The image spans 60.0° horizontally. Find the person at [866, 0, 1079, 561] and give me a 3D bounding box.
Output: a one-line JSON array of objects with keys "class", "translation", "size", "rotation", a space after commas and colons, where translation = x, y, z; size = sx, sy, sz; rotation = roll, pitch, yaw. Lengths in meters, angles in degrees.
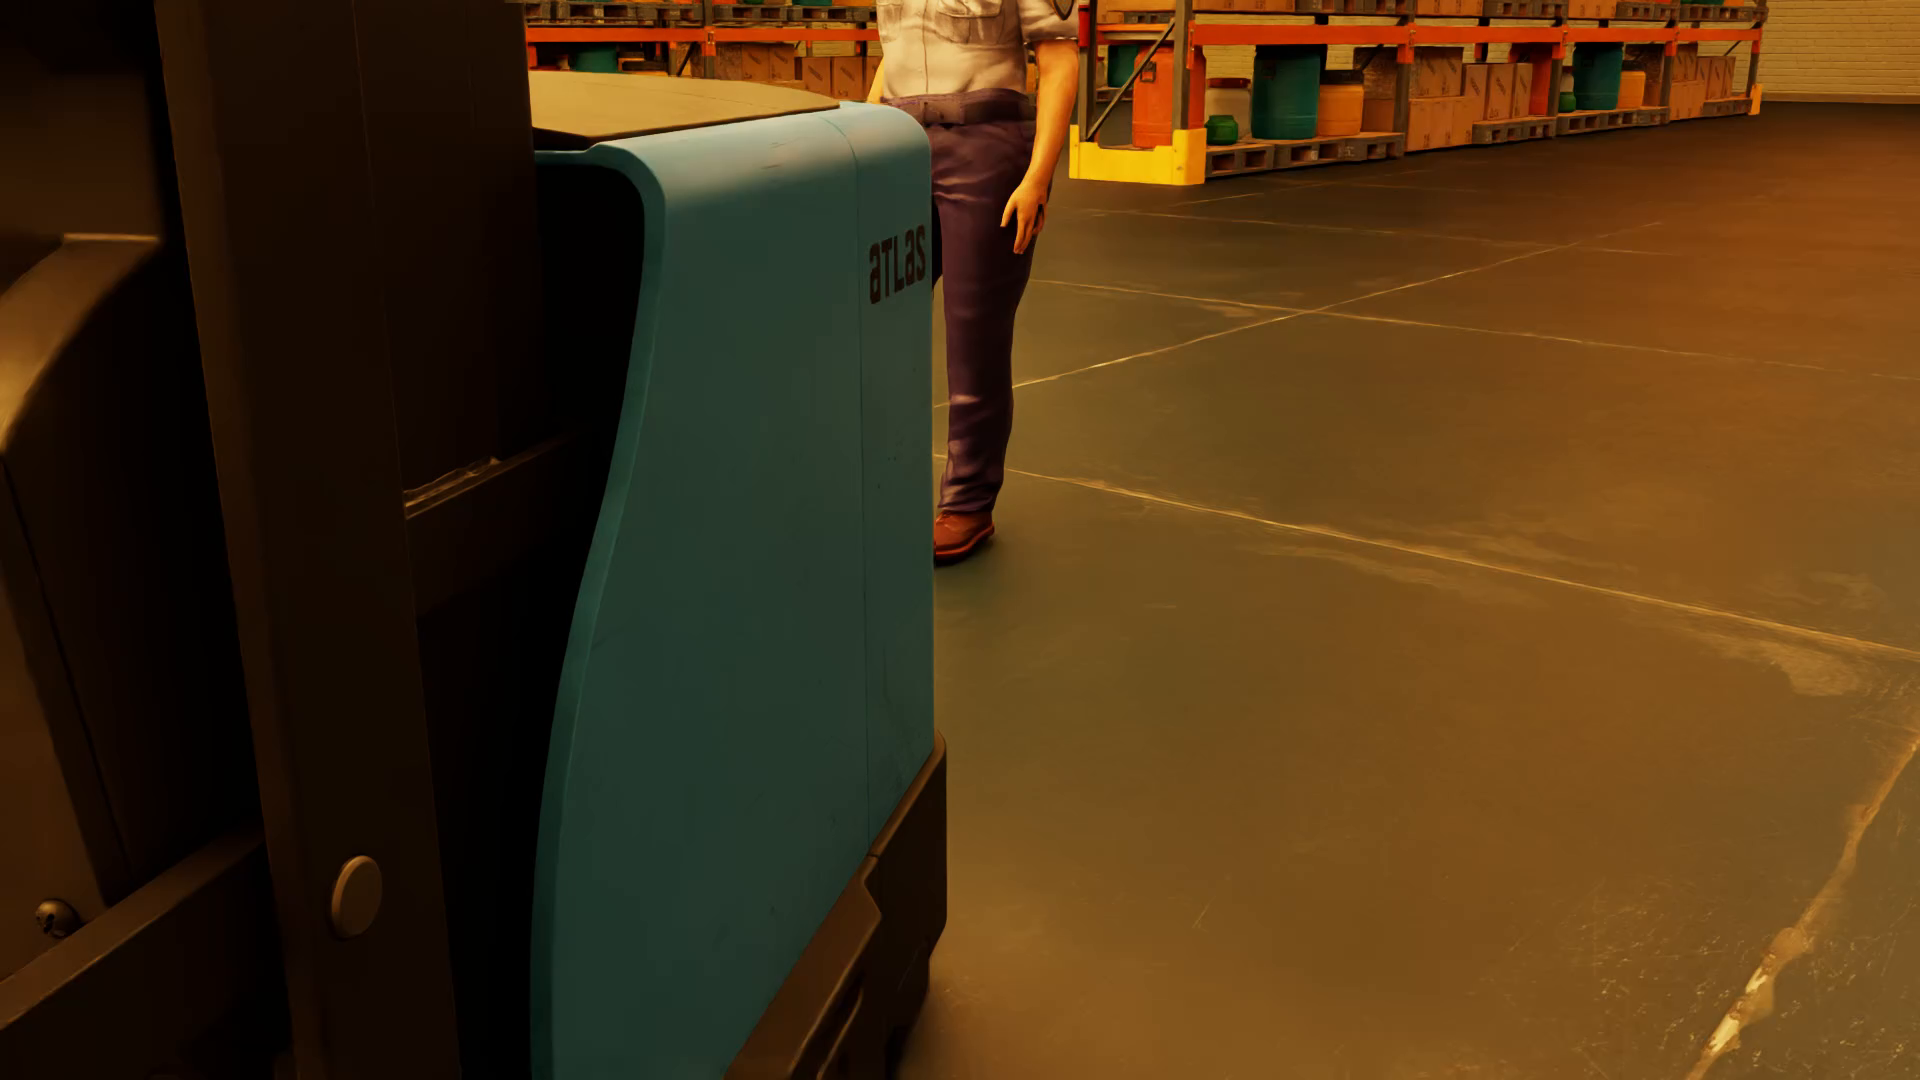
[{"class": "person", "translation": [-0.075, -0.779, 3.648], "size": [0.598, 1.651, 0.502], "rotation": [13, 21, 37]}]

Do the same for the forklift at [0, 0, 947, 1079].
[{"class": "forklift", "translation": [-0.871, -0.486, 0.496], "size": [1.130, 2.935, 3.031], "rotation": [4, 17, 13]}]
